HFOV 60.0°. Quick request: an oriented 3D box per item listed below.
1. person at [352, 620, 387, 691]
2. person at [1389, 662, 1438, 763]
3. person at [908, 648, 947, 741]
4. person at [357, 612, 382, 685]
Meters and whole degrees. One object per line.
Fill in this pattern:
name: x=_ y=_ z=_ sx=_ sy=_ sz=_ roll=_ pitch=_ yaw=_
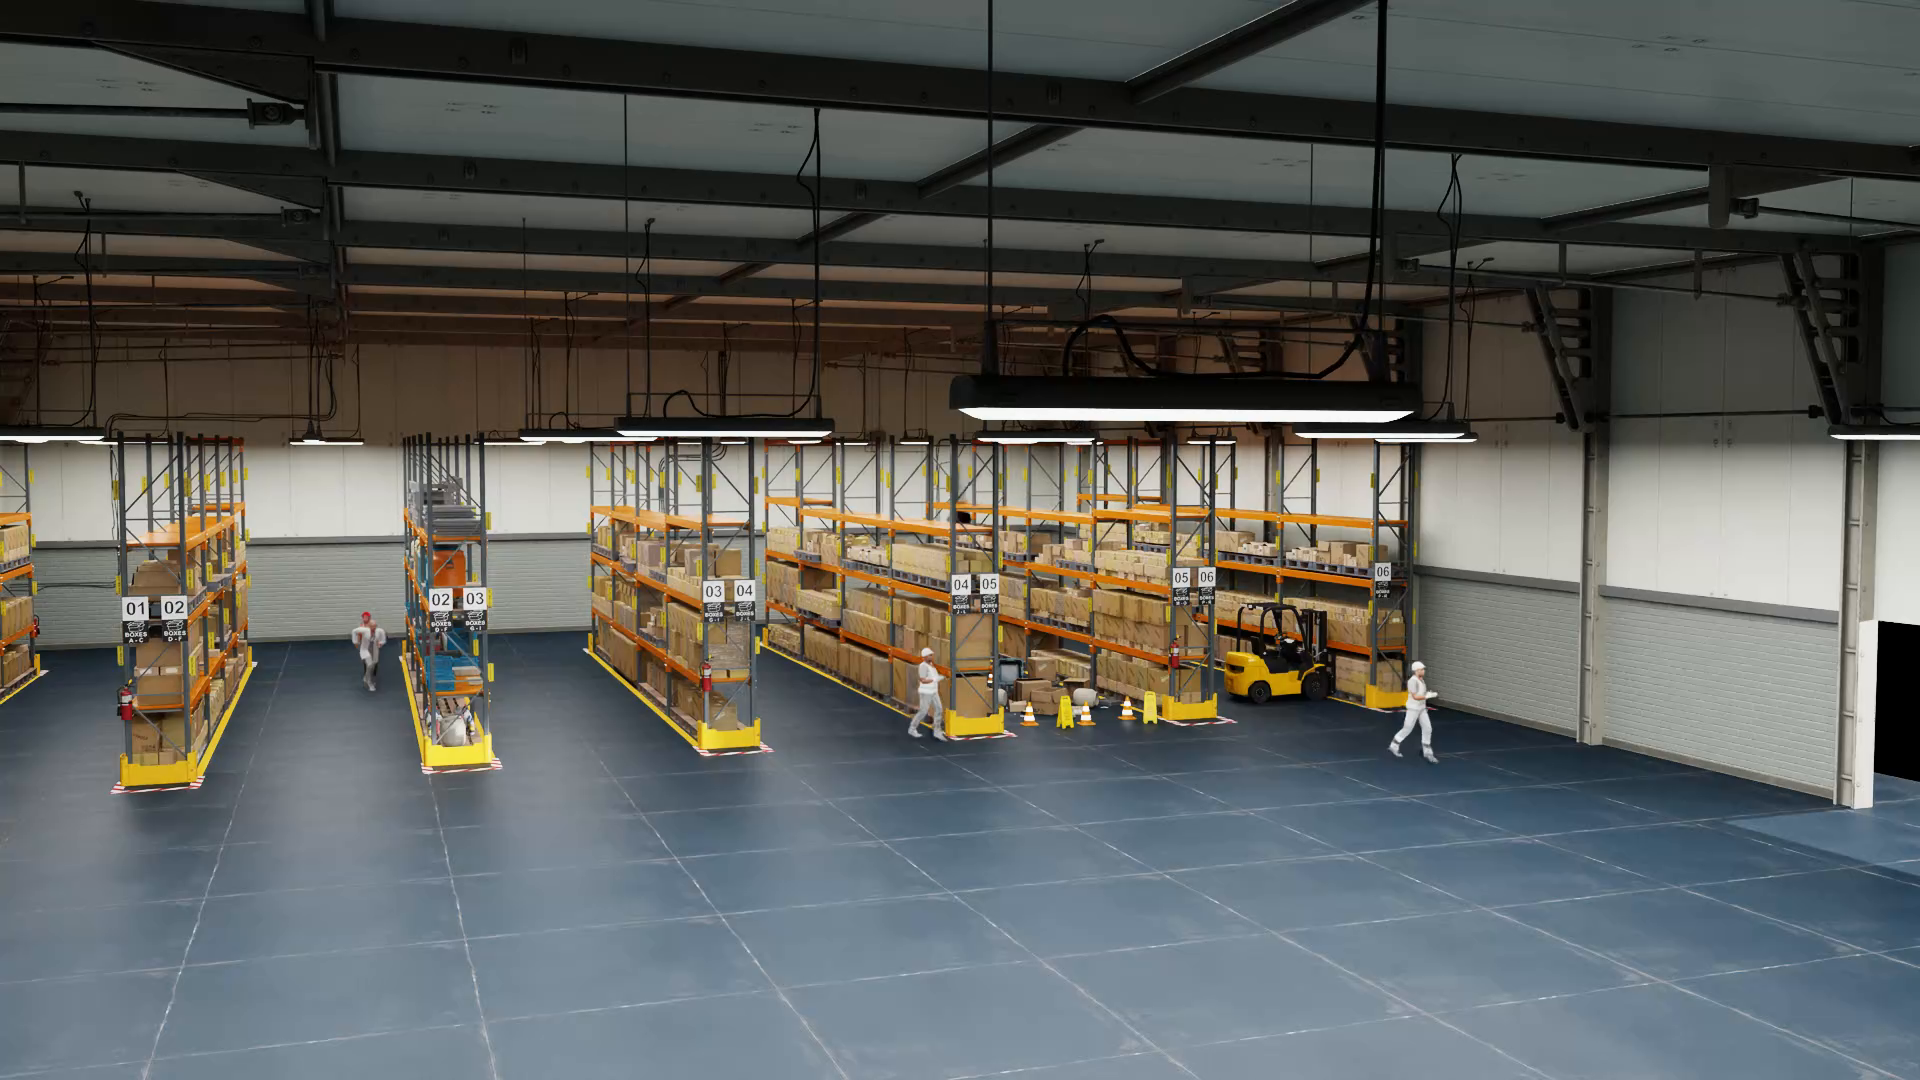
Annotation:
person: x=-14.002 y=2.732 z=39.391 sx=0.750 sy=1.737 sz=1.072 roll=-2 pitch=4 yaw=-32
person: x=8.289 y=3.123 z=30.345 sx=0.904 sy=1.825 sz=0.652 roll=2 pitch=4 yaw=37
person: x=-0.645 y=3.021 z=32.471 sx=0.783 sy=1.835 sz=0.665 roll=1 pitch=3 yaw=23
person: x=-14.346 y=2.616 z=40.445 sx=0.671 sy=1.763 sz=0.667 roll=0 pitch=3 yaw=-2
